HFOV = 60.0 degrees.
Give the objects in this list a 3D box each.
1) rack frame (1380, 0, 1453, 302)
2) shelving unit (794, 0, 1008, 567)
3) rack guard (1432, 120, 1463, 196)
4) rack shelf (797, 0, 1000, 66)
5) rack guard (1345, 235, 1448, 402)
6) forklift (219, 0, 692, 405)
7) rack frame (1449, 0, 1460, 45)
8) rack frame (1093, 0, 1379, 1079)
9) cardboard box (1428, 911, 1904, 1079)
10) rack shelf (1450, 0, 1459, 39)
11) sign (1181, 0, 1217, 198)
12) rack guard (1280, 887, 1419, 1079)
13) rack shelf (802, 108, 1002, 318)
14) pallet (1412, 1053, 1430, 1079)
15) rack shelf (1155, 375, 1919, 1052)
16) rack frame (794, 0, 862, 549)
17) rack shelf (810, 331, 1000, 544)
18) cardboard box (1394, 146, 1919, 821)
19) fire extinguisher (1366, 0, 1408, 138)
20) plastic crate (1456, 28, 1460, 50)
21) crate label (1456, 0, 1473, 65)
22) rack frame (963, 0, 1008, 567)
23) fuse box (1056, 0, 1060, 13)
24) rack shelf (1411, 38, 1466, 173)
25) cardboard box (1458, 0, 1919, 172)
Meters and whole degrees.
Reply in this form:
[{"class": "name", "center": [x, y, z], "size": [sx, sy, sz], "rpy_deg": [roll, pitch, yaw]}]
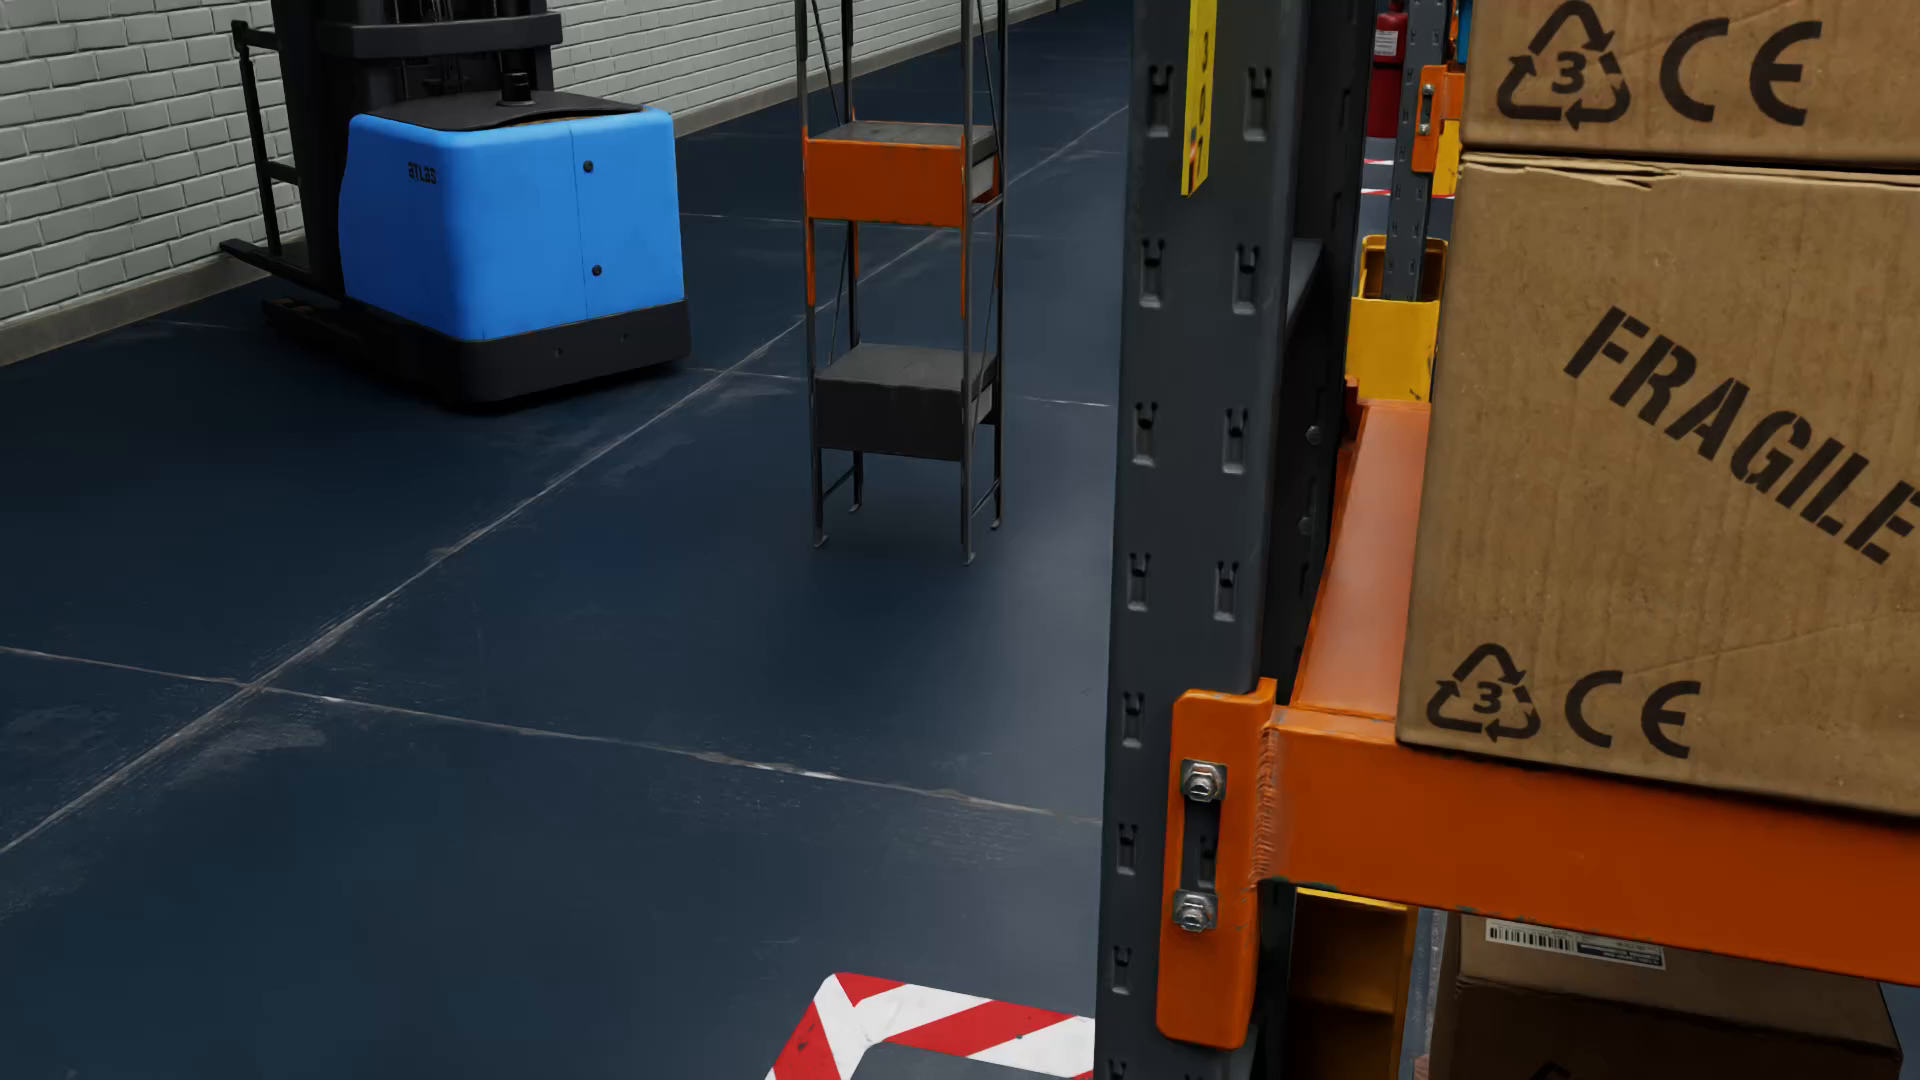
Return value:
[{"class": "rack frame", "center": [1.769, -2.014, 6.227], "size": [0.127, 3.000, 1.000], "rpy_deg": [7, 23, 16]}, {"class": "shelving unit", "center": [-0.158, -0.990, 4.916], "size": [0.503, 2.100, 0.431], "rpy_deg": [7, 23, 16]}, {"class": "rack guard", "center": [3.177, -2.659, 11.095], "size": [0.348, 0.500, 1.175], "rpy_deg": [7, 23, 16]}, {"class": "rack shelf", "center": [-0.158, -1.625, 4.655], "size": [0.480, 0.518, 0.431], "rpy_deg": [7, 23, 16]}, {"class": "rack guard", "center": [1.742, -0.855, 6.696], "size": [0.348, 0.500, 1.175], "rpy_deg": [7, 23, 16]}, {"class": "forklift", "center": [-2.511, -2.351, 7.140], "size": [1.130, 2.935, 3.031], "rpy_deg": [-20, 30, -40]}, {"class": "rack frame", "center": [3.200, -3.813, 10.614], "size": [0.127, 3.000, 1.000], "rpy_deg": [7, 23, 16]}, {"class": "rack frame", "center": [0.334, -0.213, 1.837], "size": [0.053, 2.616, 0.949], "rpy_deg": [7, 23, 16]}, {"class": "cardboard box", "center": [0.926, 0.709, 2.304], "size": [0.500, 0.500, 0.500], "rpy_deg": [7, 23, 16]}, {"class": "rack shelf", "center": [5.114, -3.261, 10.216], "size": [4.000, 0.370, 1.077], "rpy_deg": [7, 23, 16]}, {"class": "sign", "center": [0.178, -0.418, 1.195], "size": [0.005, 0.325, 0.100], "rpy_deg": [7, 23, 16]}, {"class": "rack guard", "center": [0.407, 0.950, 2.294], "size": [0.348, 0.500, 1.175], "rpy_deg": [7, 23, 16]}, {"class": "rack shelf", "center": [-0.158, -0.977, 4.921], "size": [0.480, 0.518, 0.431], "rpy_deg": [7, 23, 16]}, {"class": "pallet", "center": [1.171, 1.171, 2.137], "size": [1.213, 0.211, 1.003], "rpy_deg": [7, 23, 16]}, {"class": "rack shelf", "center": [2.249, 0.338, 1.442], "size": [4.000, 0.370, 1.077], "rpy_deg": [7, 23, 16]}, {"class": "rack frame", "center": [-0.392, -1.016, 4.981], "size": [0.015, 2.100, 0.400], "rpy_deg": [7, 23, 16]}, {"class": "rack shelf", "center": [-0.158, -0.329, 5.187], "size": [0.480, 0.518, 0.431], "rpy_deg": [7, 23, 16]}, {"class": "cardboard box", "center": [0.683, -0.116, 1.469], "size": [0.500, 0.500, 0.500], "rpy_deg": [7, 23, 17]}, {"class": "fire extinguisher", "center": [1.756, -1.987, 6.755], "size": [0.183, 0.674, 0.296], "rpy_deg": [7, 23, 16]}, {"class": "plastic crate", "center": [2.143, -2.089, 6.284], "size": [0.499, 0.435, 0.616], "rpy_deg": [7, 23, 16]}, {"class": "crate label", "center": [1.910, -1.817, 5.889], "size": [0.303, 0.233, 0.416], "rpy_deg": [7, 23, 16]}, {"class": "rack frame", "center": [0.075, -0.963, 4.851], "size": [0.015, 2.100, 0.400], "rpy_deg": [7, 23, 16]}, {"class": "fuse box", "center": [1.404, -8.175, 22.944], "size": [0.414, 1.711, 0.539], "rpy_deg": [7, 23, 16]}, {"class": "rack shelf", "center": [3.684, -1.462, 5.829], "size": [4.000, 0.370, 1.077], "rpy_deg": [7, 23, 16]}, {"class": "cardboard box", "center": [0.683, -0.579, 1.279], "size": [0.500, 0.500, 0.500], "rpy_deg": [7, 23, 17]}]
